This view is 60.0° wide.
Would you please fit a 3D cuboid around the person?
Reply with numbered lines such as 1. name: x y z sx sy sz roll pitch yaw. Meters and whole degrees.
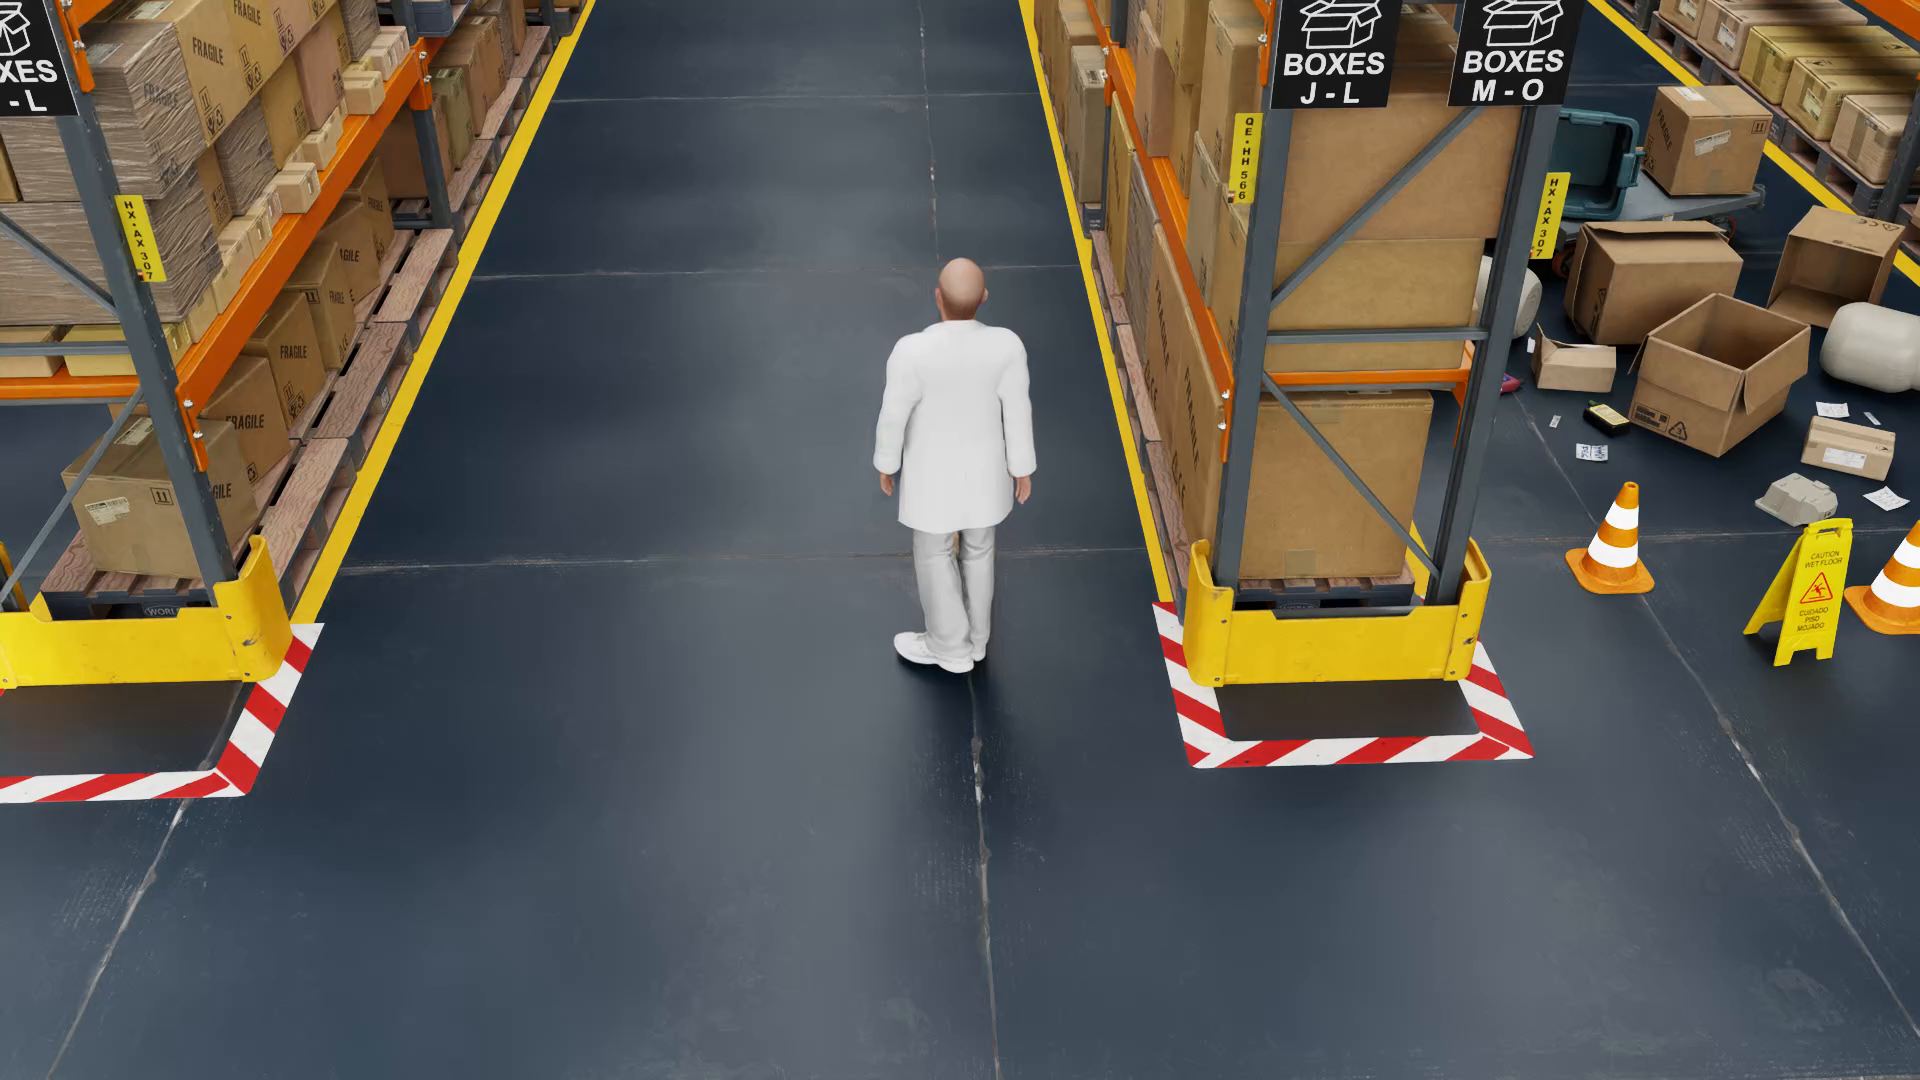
1. person: -0.022 -0.285 6.538 0.630 1.776 0.450 -7 35 -10
